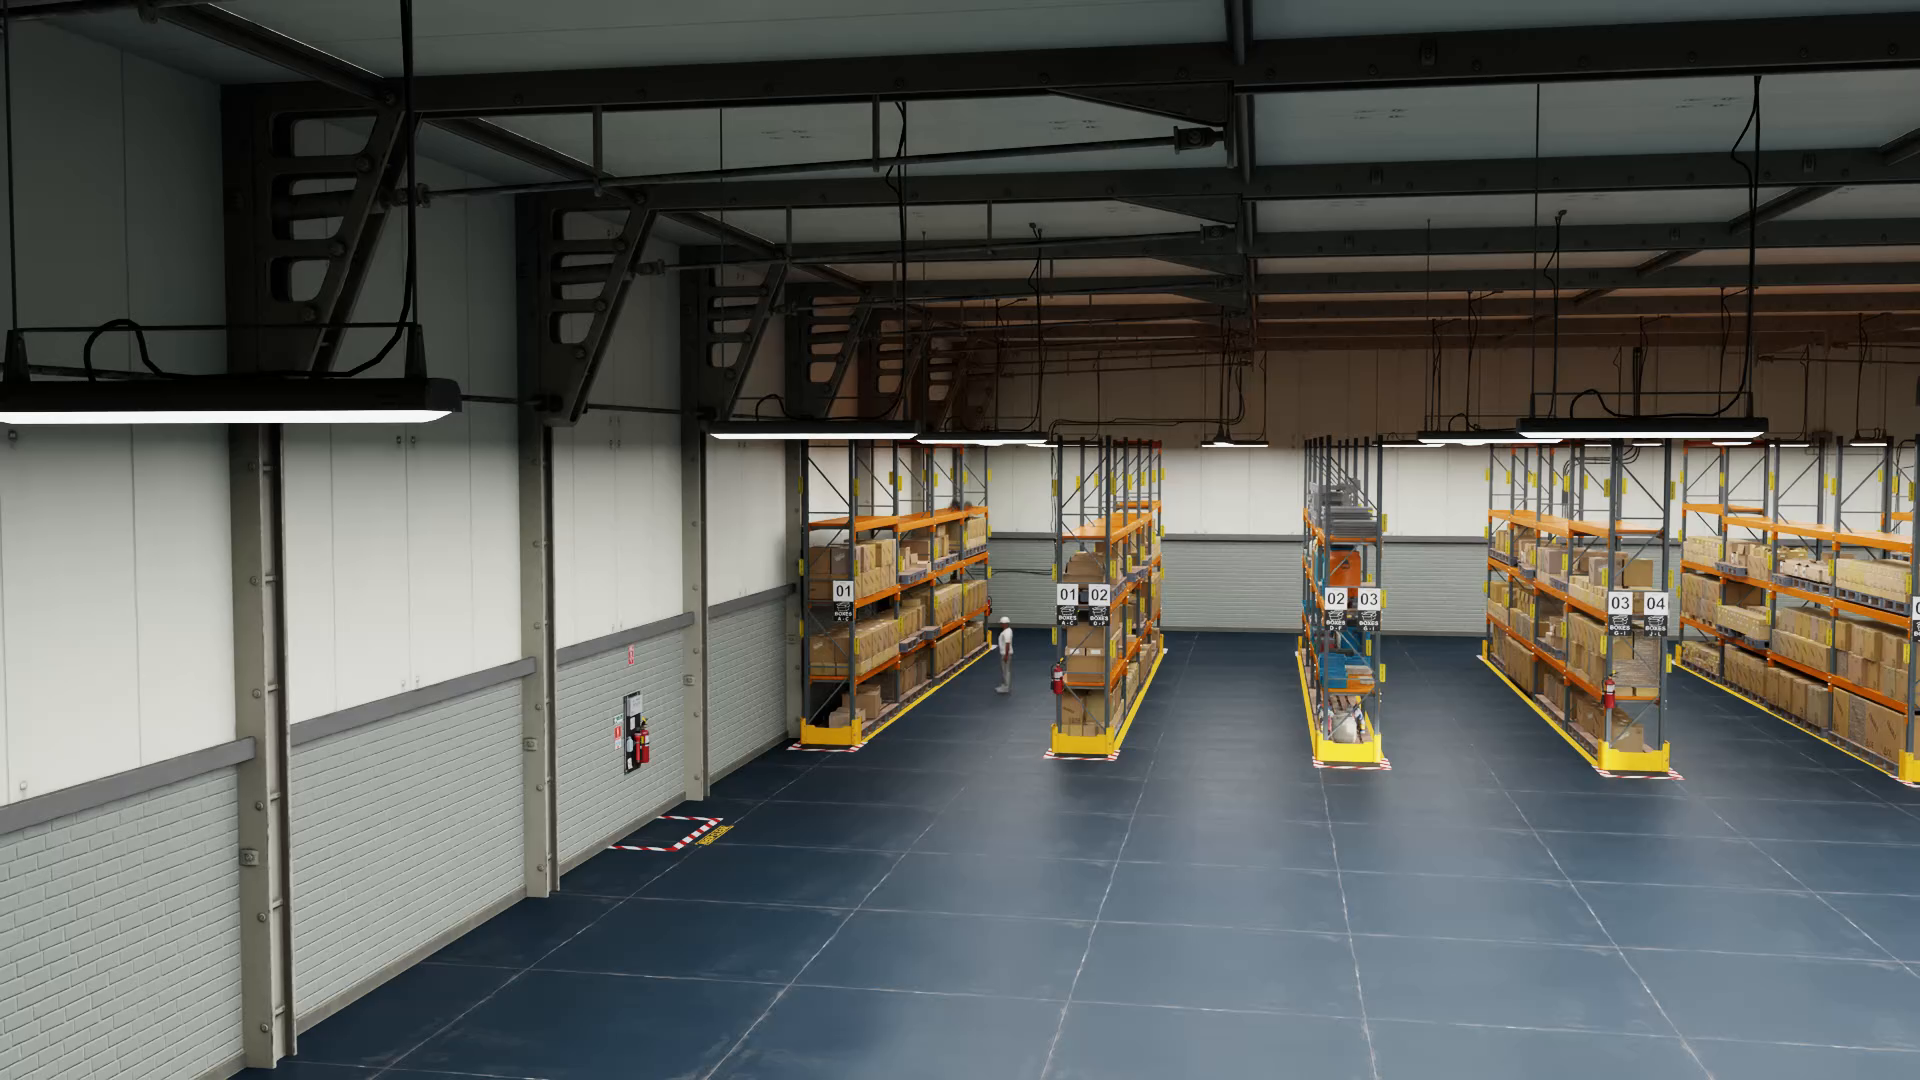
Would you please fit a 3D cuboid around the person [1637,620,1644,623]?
[{"bbox_3d":[18.540,2.460,45.375,0.458,1.577,0.468,-2,3,-27],"label":"person"}]

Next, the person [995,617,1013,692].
[{"bbox_3d":[1.043,2.701,39.348,0.433,1.769,0.632,0,3,1],"label":"person"}]
